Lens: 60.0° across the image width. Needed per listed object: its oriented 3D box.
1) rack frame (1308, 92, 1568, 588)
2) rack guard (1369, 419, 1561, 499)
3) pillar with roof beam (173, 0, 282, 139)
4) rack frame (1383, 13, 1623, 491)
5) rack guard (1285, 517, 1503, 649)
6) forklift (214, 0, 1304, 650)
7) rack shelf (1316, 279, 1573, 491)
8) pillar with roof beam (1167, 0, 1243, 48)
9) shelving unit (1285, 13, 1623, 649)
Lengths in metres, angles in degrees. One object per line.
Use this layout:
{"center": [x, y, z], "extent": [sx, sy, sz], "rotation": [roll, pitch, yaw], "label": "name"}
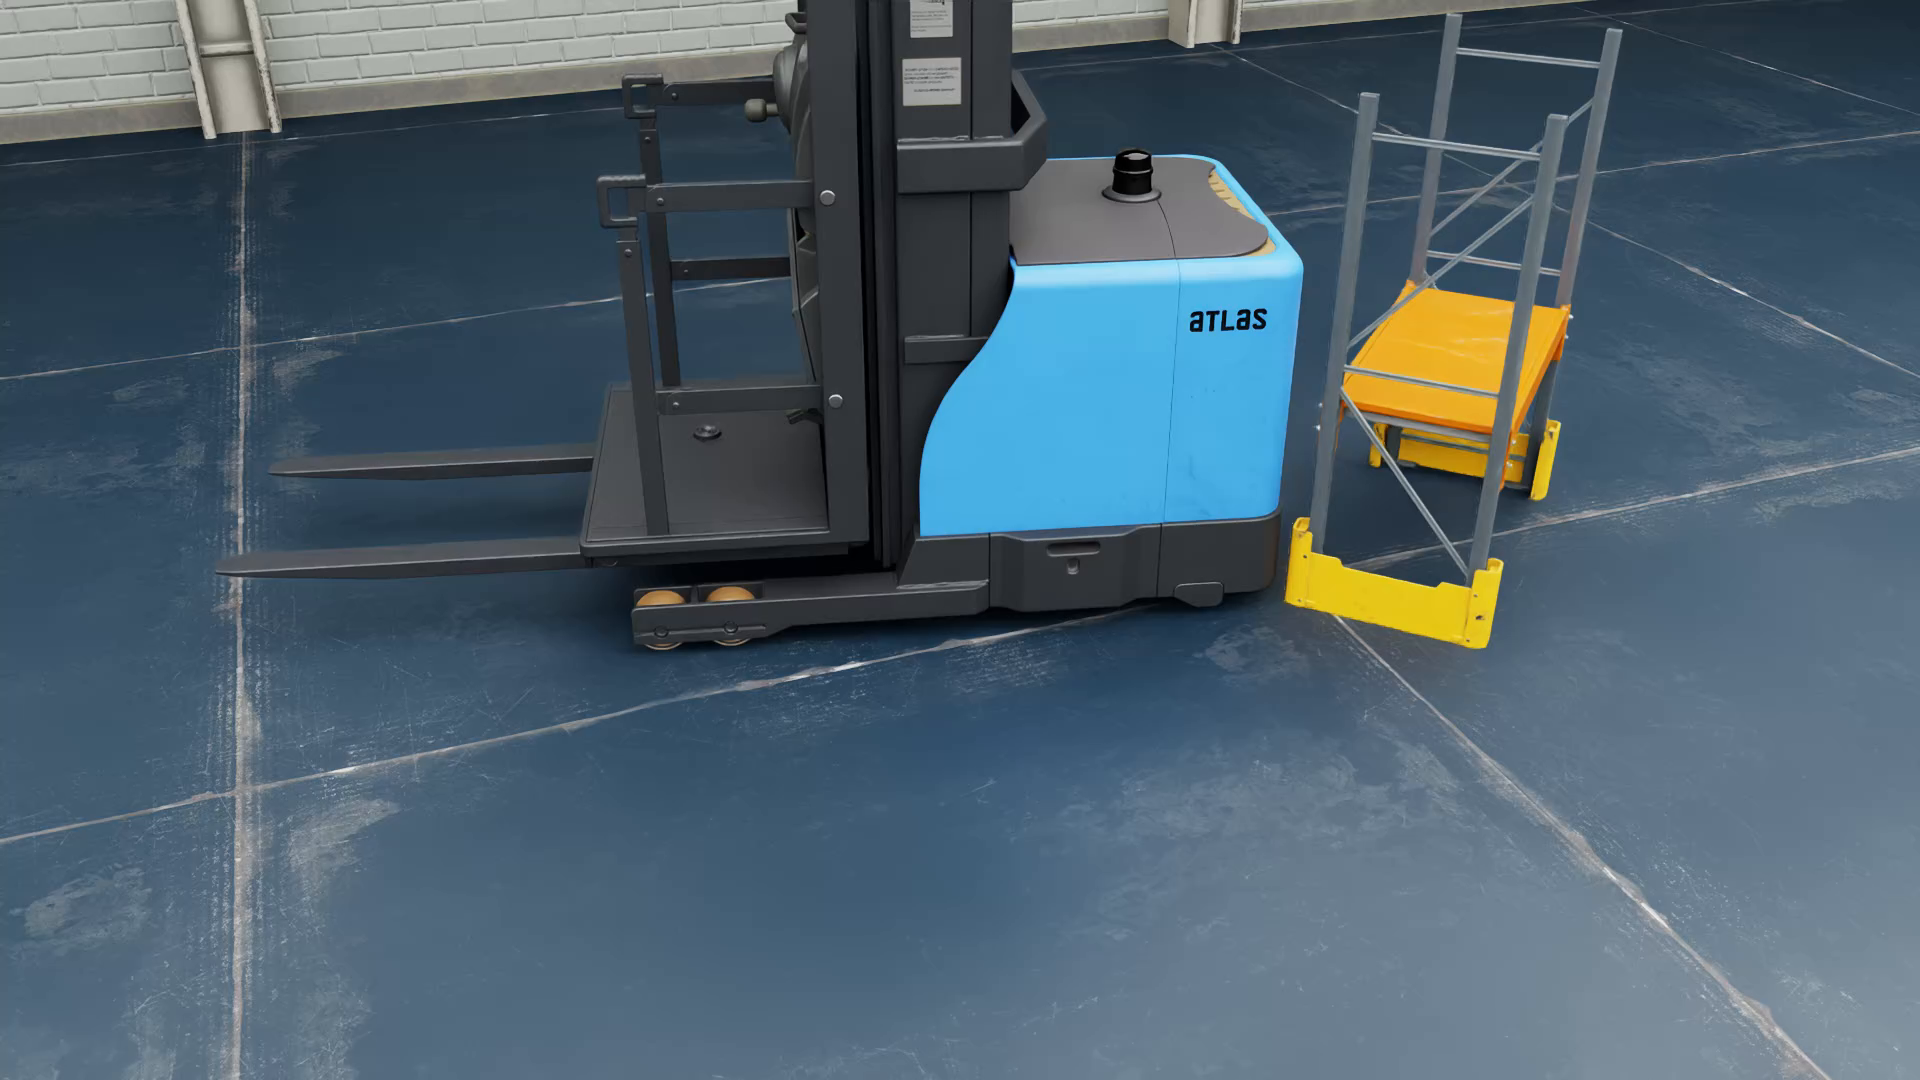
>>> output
{"center": [1.238, -0.422, 4.475], "extent": [0.500, 1.500, 0.032], "rotation": [14, 32, 23], "label": "rack frame"}
{"center": [1.679, -0.322, 5.562], "extent": [0.587, 0.250, 0.087], "rotation": [14, 32, 23], "label": "rack guard"}
{"center": [-2.501, -4.214, 3.557], "extent": [0.400, 9.000, 9.100], "rotation": [-10, 31, -18], "label": "pillar with roof beam"}
{"center": [1.688, -0.873, 5.268], "extent": [0.500, 1.500, 0.032], "rotation": [14, 32, 23], "label": "rack frame"}
{"center": [1.239, 0.121, 4.786], "extent": [0.587, 0.250, 0.087], "rotation": [14, 32, 23], "label": "rack guard"}
{"center": [-0.619, -1.239, 4.464], "extent": [3.031, 2.935, 1.130], "rotation": [-3, 30, -6], "label": "forklift"}
{"center": [1.463, -0.491, 4.961], "extent": [0.538, 0.185, 1.000], "rotation": [14, 32, 23], "label": "rack shelf"}
{"center": [3.123, -5.250, 5.374], "extent": [0.400, 9.000, 9.100], "rotation": [-10, 31, -18], "label": "pillar with roof beam"}
{"center": [1.459, -0.644, 4.865], "extent": [0.587, 1.500, 1.083], "rotation": [14, 32, 23], "label": "shelving unit"}
